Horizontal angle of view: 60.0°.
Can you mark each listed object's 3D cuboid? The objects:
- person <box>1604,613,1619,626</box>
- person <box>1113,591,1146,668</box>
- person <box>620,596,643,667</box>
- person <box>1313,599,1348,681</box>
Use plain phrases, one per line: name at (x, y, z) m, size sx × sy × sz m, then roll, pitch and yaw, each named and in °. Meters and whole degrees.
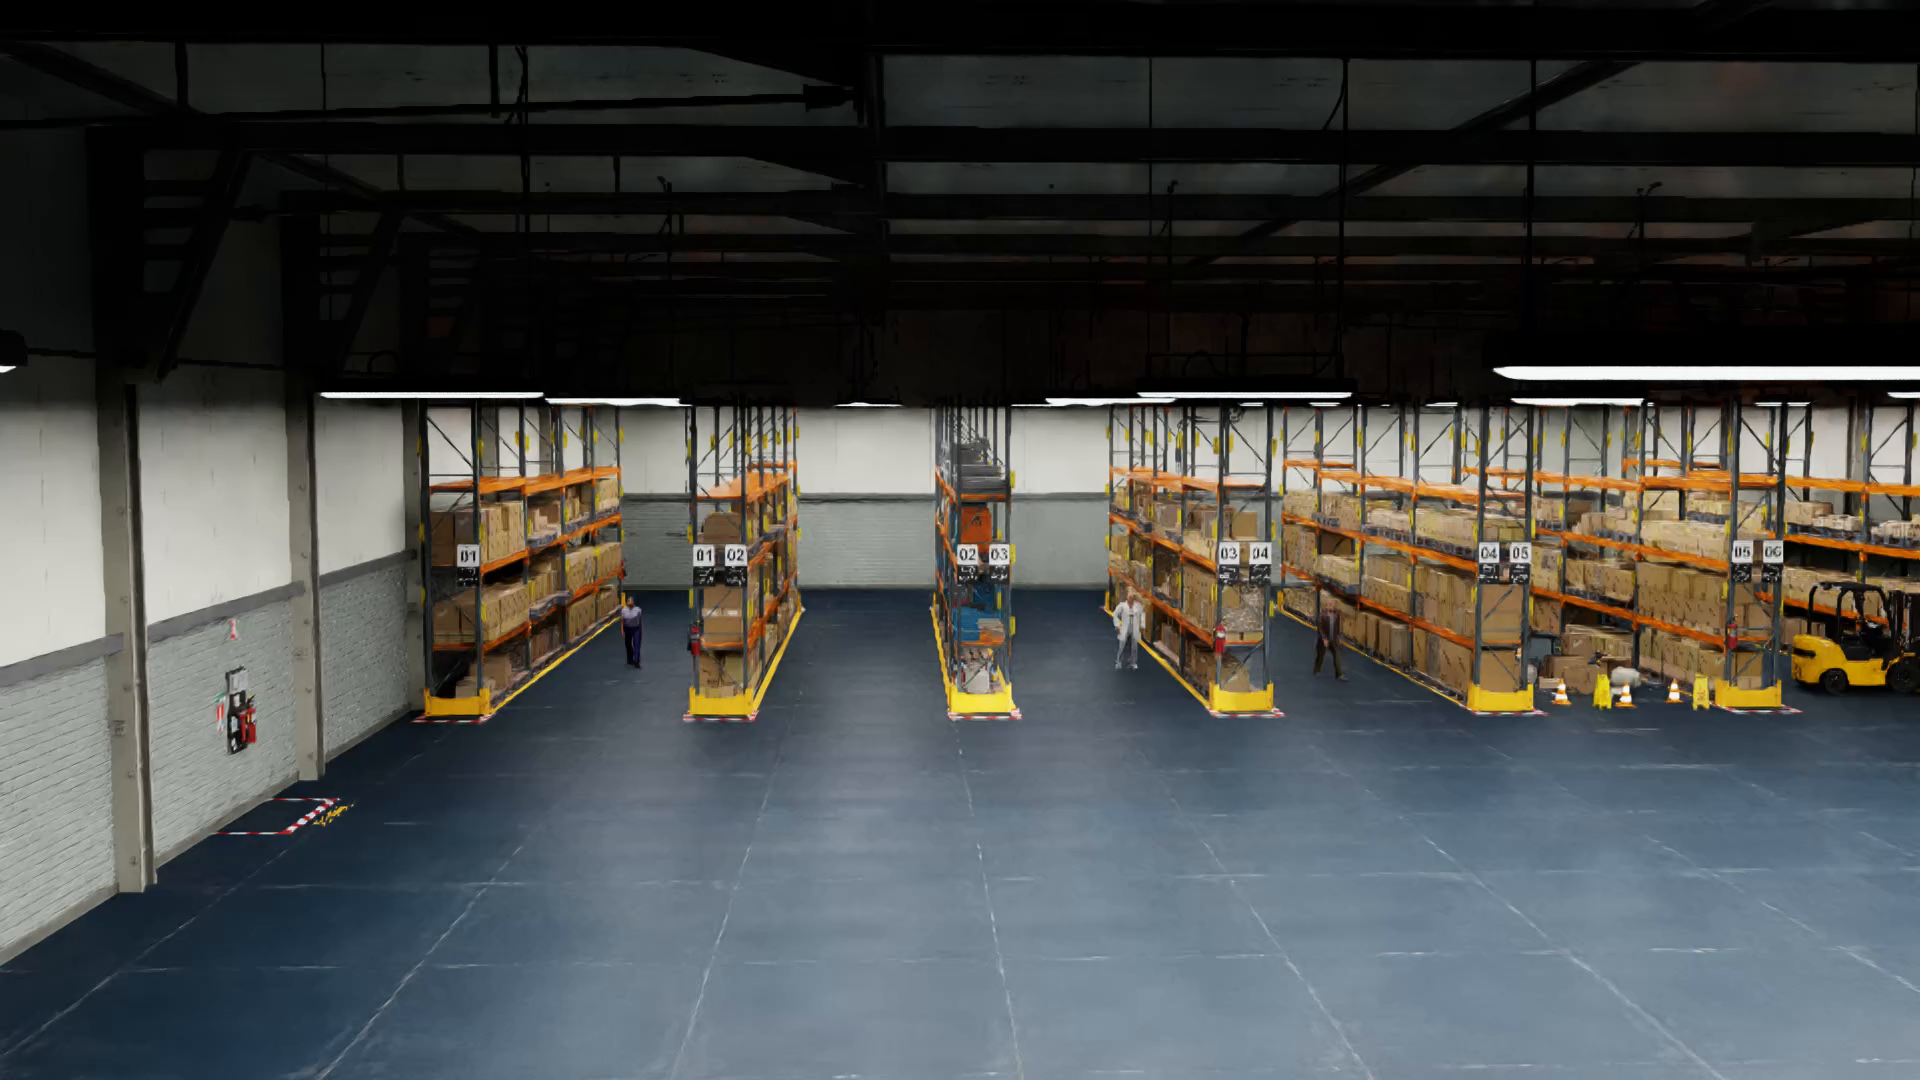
person at (17.302, 1.429, 44.006) m, size 0.553 × 1.669 × 1.030 m, roll 0°, pitch 5°, yaw -3°
person at (3.727, 1.976, 36.683) m, size 0.729 × 1.733 × 0.544 m, roll 0°, pitch 5°, yaw -3°
person at (-7.328, 2.010, 37.045) m, size 0.481 × 1.565 × 1.091 m, roll 0°, pitch 5°, yaw -5°
person at (7.777, 2.089, 35.082) m, size 0.580 × 1.715 × 1.102 m, roll -1°, pitch 5°, yaw -10°
